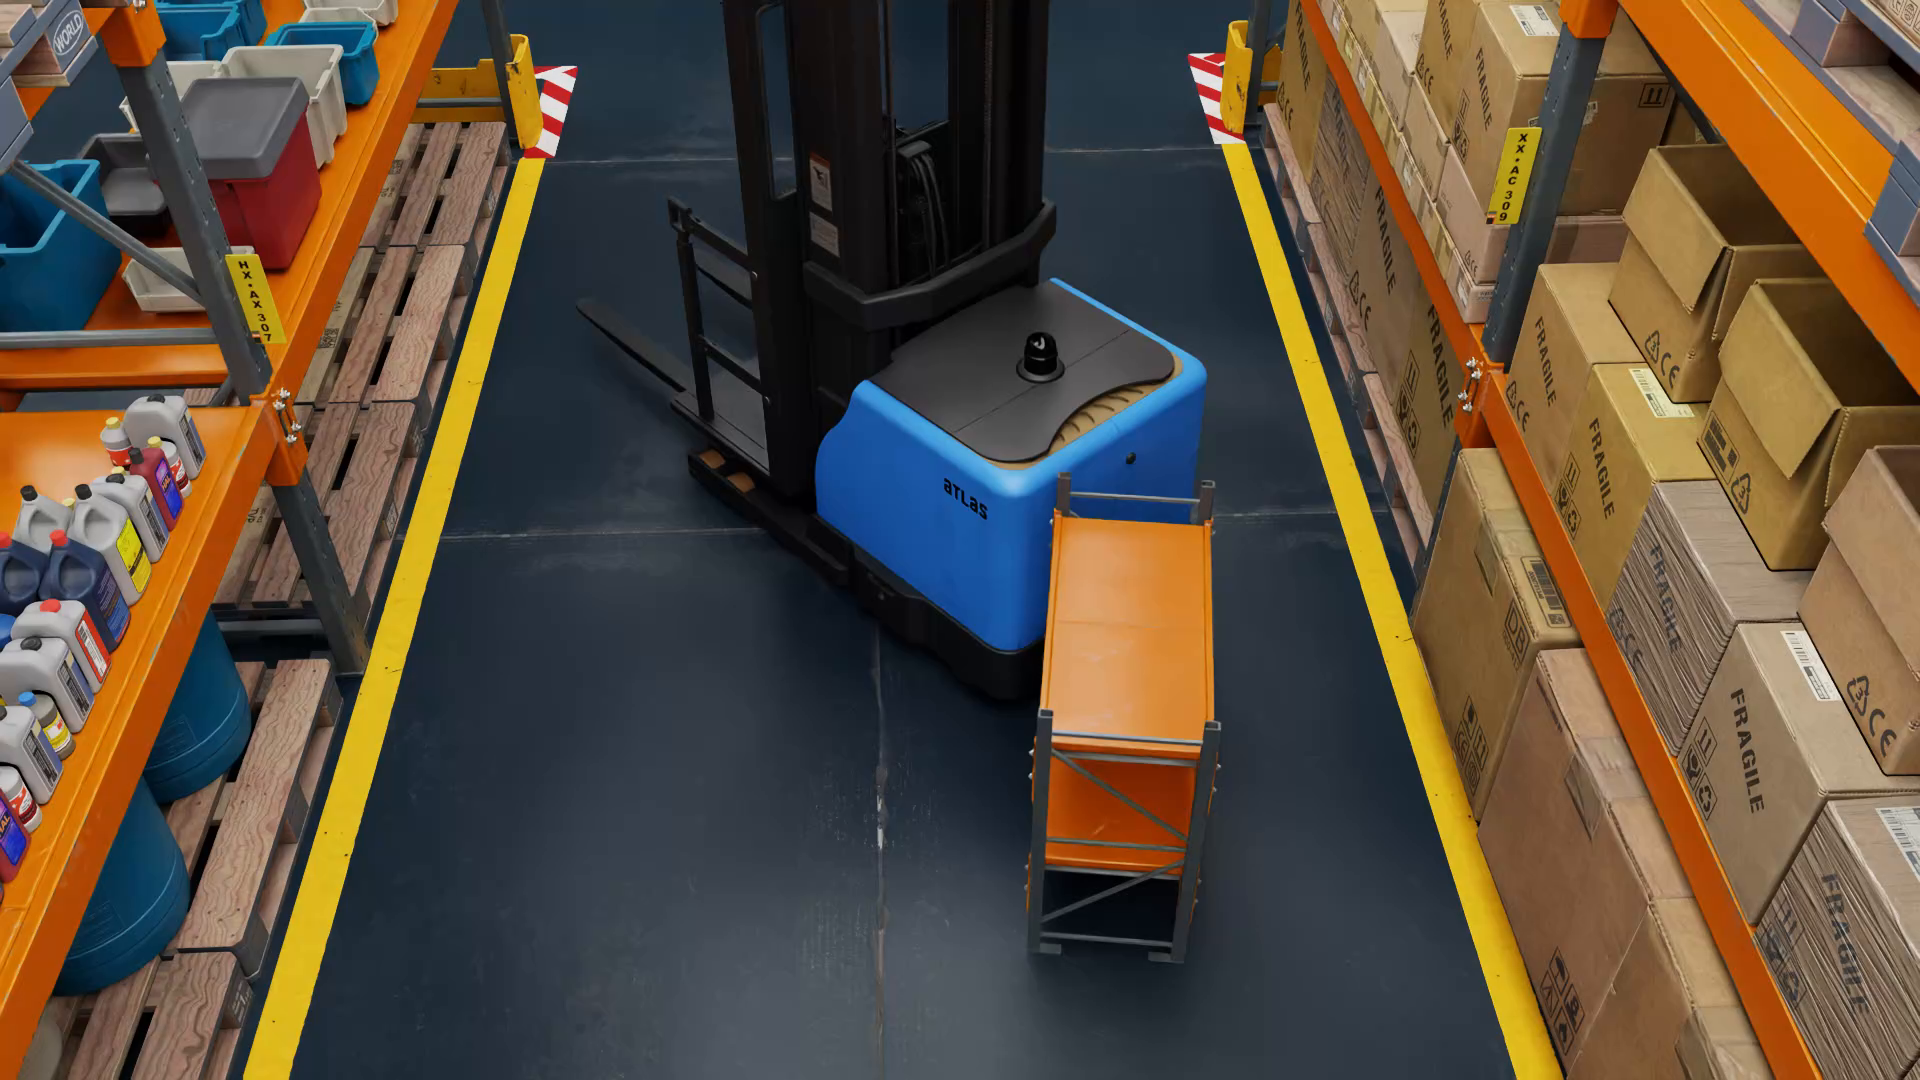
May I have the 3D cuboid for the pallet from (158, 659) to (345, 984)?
[{"bbox_3d":[-2.730,0.925,5.584,1.003,0.211,1.213,-2,43,-2],"label":"pallet"}]

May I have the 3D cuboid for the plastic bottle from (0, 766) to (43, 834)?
[{"bbox_3d":[-2.297,0.617,4.003,0.097,0.201,0.097,0,43,0],"label":"plastic bottle"}]

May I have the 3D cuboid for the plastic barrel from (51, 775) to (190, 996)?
[{"bbox_3d":[-2.685,0.840,4.856,0.600,0.901,0.708,-2,43,-2],"label":"plastic barrel"}]

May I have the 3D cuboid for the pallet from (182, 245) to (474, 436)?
[{"bbox_3d":[-2.846,-0.918,7.595,1.003,0.211,1.213,-2,43,-2],"label":"pallet"}]

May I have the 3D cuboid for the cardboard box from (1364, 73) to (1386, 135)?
[{"bbox_3d":[1.832,-1.738,6.612,0.380,0.149,0.250,-2,43,-2],"label":"cardboard box"}]

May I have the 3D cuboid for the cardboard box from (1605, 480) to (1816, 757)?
[{"bbox_3d":[2.040,0.191,4.247,0.500,0.500,0.500,-3,43,-3],"label":"cardboard box"}]

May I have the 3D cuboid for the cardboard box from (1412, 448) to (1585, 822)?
[{"bbox_3d":[2.274,0.293,5.472,1.225,0.875,0.875,-2,43,-2],"label":"cardboard box"}]

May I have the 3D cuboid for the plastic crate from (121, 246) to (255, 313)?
[{"bbox_3d":[-2.598,-0.868,5.628,0.396,0.136,0.243,-2,43,-2],"label":"plastic crate"}]

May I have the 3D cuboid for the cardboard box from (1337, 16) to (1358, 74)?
[{"bbox_3d":[1.809,-2.087,6.993,0.380,0.149,0.250,-3,43,-3],"label":"cardboard box"}]

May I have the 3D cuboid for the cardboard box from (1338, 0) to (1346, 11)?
[{"bbox_3d":[1.854,-2.500,7.148,0.500,0.250,0.500,-3,43,-3],"label":"cardboard box"}]

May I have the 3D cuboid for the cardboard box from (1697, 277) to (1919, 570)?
[{"bbox_3d":[2.280,-0.279,4.018,0.797,0.503,0.637,-1,43,-1],"label":"cardboard box"}]

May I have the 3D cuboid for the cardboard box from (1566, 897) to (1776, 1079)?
[{"bbox_3d":[2.358,1.494,4.162,1.225,0.875,0.875,-2,43,-2],"label":"cardboard box"}]

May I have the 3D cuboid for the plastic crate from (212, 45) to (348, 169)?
[{"bbox_3d":[-2.602,-1.639,6.362,0.437,0.282,0.530,-2,43,-2],"label":"plastic crate"}]

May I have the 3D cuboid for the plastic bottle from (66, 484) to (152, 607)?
[{"bbox_3d":[-2.355,0.005,4.561,0.144,0.351,0.185,-2,43,-2],"label":"plastic bottle"}]

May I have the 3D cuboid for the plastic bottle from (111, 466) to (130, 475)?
[{"bbox_3d":[-2.404,-0.125,4.814,0.097,0.201,0.097,0,43,0],"label":"plastic bottle"}]

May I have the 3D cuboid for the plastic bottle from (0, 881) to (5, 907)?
[{"bbox_3d":[-2.309,0.748,3.750,0.144,0.351,0.185,-2,43,-2],"label":"plastic bottle"}]

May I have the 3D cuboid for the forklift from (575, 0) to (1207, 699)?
[{"bbox_3d":[-0.485,-1.410,6.119,1.130,2.935,3.031,-32,51,-30],"label":"forklift"}]

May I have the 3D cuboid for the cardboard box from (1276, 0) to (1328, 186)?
[{"bbox_3d":[2.164,-2.409,8.420,0.875,0.875,0.875,-2,43,-2],"label":"cardboard box"}]

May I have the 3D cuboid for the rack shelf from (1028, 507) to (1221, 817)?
[{"bbox_3d":[0.512,0.348,5.105,0.538,0.278,1.000,4,43,4],"label":"rack shelf"}]

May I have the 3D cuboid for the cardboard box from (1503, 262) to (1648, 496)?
[{"bbox_3d":[1.997,-0.486,4.986,0.500,0.500,0.500,-2,43,-2],"label":"cardboard box"}]

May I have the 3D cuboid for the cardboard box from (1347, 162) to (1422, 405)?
[{"bbox_3d":[2.241,-1.194,7.094,0.875,0.875,0.875,-2,43,-2],"label":"cardboard box"}]

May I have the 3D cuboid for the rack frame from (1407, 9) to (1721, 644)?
[{"bbox_3d":[2.227,-0.767,5.367,1.000,3.000,0.127,-2,43,-2],"label":"rack frame"}]

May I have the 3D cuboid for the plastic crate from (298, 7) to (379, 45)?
[{"bbox_3d":[-2.610,-2.122,6.996,0.298,0.136,0.250,-2,43,-2],"label":"plastic crate"}]

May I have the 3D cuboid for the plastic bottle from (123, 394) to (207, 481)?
[{"bbox_3d":[-2.382,-0.322,4.973,0.152,0.276,0.135,-2,43,-2],"label":"plastic bottle"}]

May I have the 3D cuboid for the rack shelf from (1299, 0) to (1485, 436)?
[{"bbox_3d":[2.142,-1.852,7.083,1.077,0.370,4.000,-2,43,-2],"label":"rack shelf"}]

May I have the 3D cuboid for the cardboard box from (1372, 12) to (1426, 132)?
[{"bbox_3d":[1.900,-1.805,6.391,0.500,0.250,0.500,-1,43,-1],"label":"cardboard box"}]

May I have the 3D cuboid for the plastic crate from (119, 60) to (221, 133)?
[{"bbox_3d":[-3.096,-1.716,6.553,0.293,0.136,0.466,-2,43,-2],"label":"plastic crate"}]

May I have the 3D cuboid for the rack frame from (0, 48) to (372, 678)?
[{"bbox_3d":[-2.721,-0.625,5.211,1.000,3.000,0.127,-2,43,-2],"label":"rack frame"}]

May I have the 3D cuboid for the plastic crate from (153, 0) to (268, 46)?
[{"bbox_3d":[-3.154,-2.220,7.032,0.416,0.233,0.300,-2,43,-2],"label":"plastic crate"}]

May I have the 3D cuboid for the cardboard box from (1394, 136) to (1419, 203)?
[{"bbox_3d":[1.854,-1.391,6.234,0.380,0.149,0.250,-1,43,-1],"label":"cardboard box"}]

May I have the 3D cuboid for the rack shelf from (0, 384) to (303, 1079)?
[{"bbox_3d":[-2.636,0.991,3.982,1.077,0.370,4.000,-2,43,-2],"label":"rack shelf"}]

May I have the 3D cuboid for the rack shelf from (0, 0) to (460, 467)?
[{"bbox_3d":[-2.806,-1.710,6.928,1.077,0.370,4.000,-2,43,-2],"label":"rack shelf"}]

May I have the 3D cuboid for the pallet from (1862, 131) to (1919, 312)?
[{"bbox_3d":[2.266,-0.290,2.767,1.003,0.211,1.213,0,43,0],"label":"pallet"}]

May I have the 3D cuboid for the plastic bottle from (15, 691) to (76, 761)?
[{"bbox_3d":[-2.307,0.461,4.174,0.097,0.201,0.097,0,43,0],"label":"plastic bottle"}]

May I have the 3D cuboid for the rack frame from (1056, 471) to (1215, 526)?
[{"bbox_3d":[0.561,0.222,5.676,0.500,1.125,0.032,4,43,4],"label":"rack frame"}]

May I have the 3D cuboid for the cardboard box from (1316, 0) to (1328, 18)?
[{"bbox_3d":[1.788,-2.432,7.369,0.380,0.149,0.250,-2,43,-3],"label":"cardboard box"}]

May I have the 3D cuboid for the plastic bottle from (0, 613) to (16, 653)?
[{"bbox_3d":[-2.469,0.283,4.317,0.097,0.271,0.097,0,43,0],"label":"plastic bottle"}]

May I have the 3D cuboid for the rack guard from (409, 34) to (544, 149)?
[{"bbox_3d":[-2.905,-2.419,9.019,1.175,0.500,0.348,-2,43,-2],"label":"rack guard"}]

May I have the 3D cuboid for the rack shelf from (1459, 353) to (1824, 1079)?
[{"bbox_3d":[2.312,0.849,4.137,1.077,0.370,4.000,-2,43,-2],"label":"rack shelf"}]

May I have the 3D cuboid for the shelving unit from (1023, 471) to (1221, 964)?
[{"bbox_3d":[0.512,0.564,5.303,0.538,1.125,1.048,4,43,4],"label":"shelving unit"}]

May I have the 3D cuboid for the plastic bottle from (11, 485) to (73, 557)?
[{"bbox_3d":[-2.499,0.009,4.557,0.144,0.351,0.185,-2,43,-2],"label":"plastic bottle"}]

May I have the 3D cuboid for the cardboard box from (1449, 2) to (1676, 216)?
[{"bbox_3d":[1.940,-1.400,5.394,0.500,0.500,0.500,-1,43,-1],"label":"cardboard box"}]

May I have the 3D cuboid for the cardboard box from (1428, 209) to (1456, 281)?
[{"bbox_3d":[1.876,-1.045,5.856,0.380,0.149,0.250,-1,43,-1],"label":"cardboard box"}]

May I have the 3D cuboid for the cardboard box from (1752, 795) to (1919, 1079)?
[{"bbox_3d":[2.088,0.884,3.492,0.500,0.500,0.500,-3,43,-3],"label":"cardboard box"}]

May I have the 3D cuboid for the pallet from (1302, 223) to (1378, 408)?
[{"bbox_3d":[2.218,-1.080,7.772,1.003,0.211,1.213,-2,43,-2],"label":"pallet"}]

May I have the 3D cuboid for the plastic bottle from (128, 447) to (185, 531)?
[{"bbox_3d":[-2.326,-0.170,4.802,0.061,0.283,0.133,-2,43,-2],"label":"plastic bottle"}]

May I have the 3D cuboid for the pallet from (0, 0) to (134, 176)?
[{"bbox_3d":[-2.590,-1.134,3.687,1.213,0.211,1.003,-2,43,-2],"label":"pallet"}]

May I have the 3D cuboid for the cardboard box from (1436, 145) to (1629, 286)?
[{"bbox_3d":[1.946,-1.112,5.634,0.500,0.250,0.500,-2,43,-3],"label":"cardboard box"}]

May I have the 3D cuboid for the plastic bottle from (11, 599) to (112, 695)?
[{"bbox_3d":[-2.345,0.265,4.333,0.152,0.276,0.135,-2,43,-2],"label":"plastic bottle"}]

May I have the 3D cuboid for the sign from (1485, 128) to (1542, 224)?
[{"bbox_3d":[1.673,-1.098,5.029,0.100,0.325,0.005,-2,43,-2],"label":"sign"}]
